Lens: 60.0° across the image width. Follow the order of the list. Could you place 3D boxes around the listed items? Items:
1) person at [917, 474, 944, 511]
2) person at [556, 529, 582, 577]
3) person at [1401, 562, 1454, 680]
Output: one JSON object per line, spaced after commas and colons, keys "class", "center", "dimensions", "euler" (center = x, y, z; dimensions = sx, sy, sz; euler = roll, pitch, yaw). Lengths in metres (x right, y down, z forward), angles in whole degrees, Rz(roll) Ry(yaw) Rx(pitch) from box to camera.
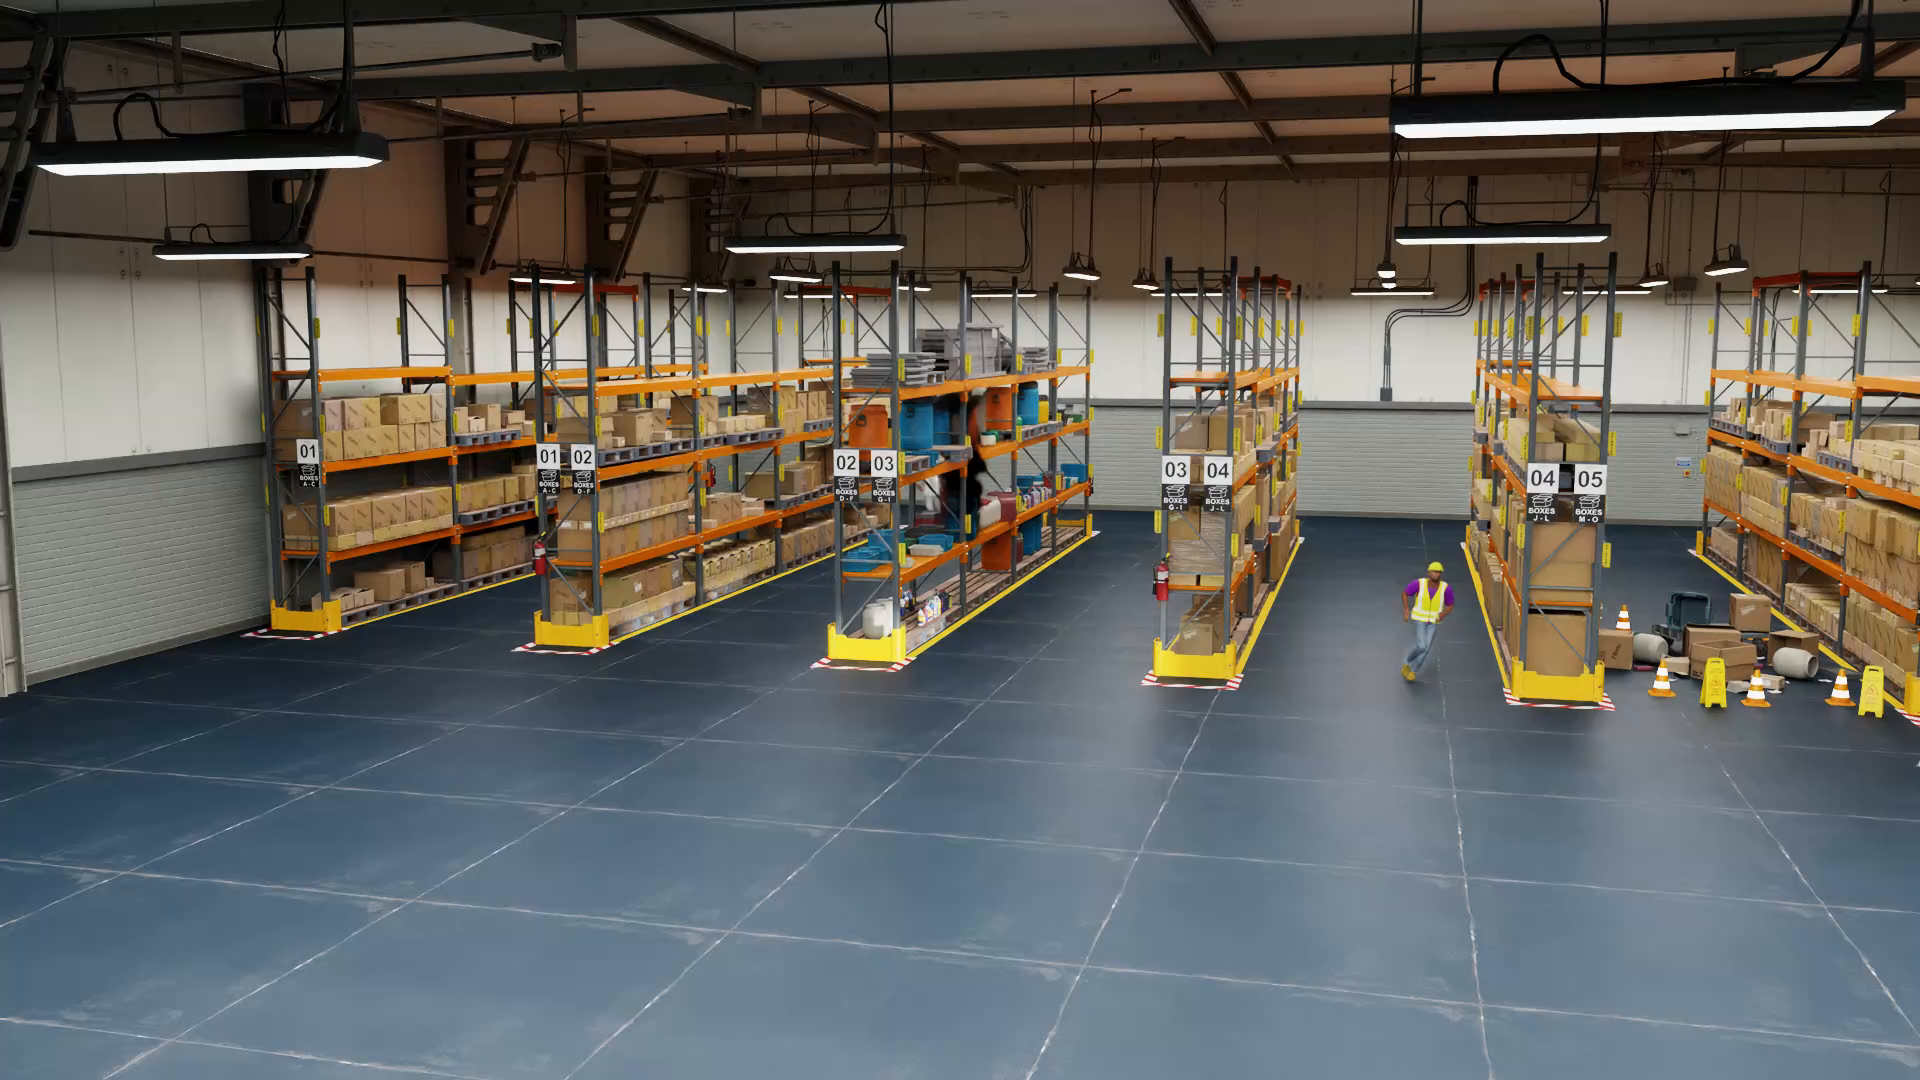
{"class": "person", "center": [-0.725, -1.102, 41.451], "dimensions": [0.692, 1.719, 0.609], "euler": [-1, 7, -7]}
{"class": "person", "center": [-7.023, 0.328, 30.185], "dimensions": [0.669, 1.768, 0.921], "euler": [1, 7, 5]}
{"class": "person", "center": [6.673, 1.162, 23.643], "dimensions": [0.673, 1.715, 0.570], "euler": [0, 7, 0]}
